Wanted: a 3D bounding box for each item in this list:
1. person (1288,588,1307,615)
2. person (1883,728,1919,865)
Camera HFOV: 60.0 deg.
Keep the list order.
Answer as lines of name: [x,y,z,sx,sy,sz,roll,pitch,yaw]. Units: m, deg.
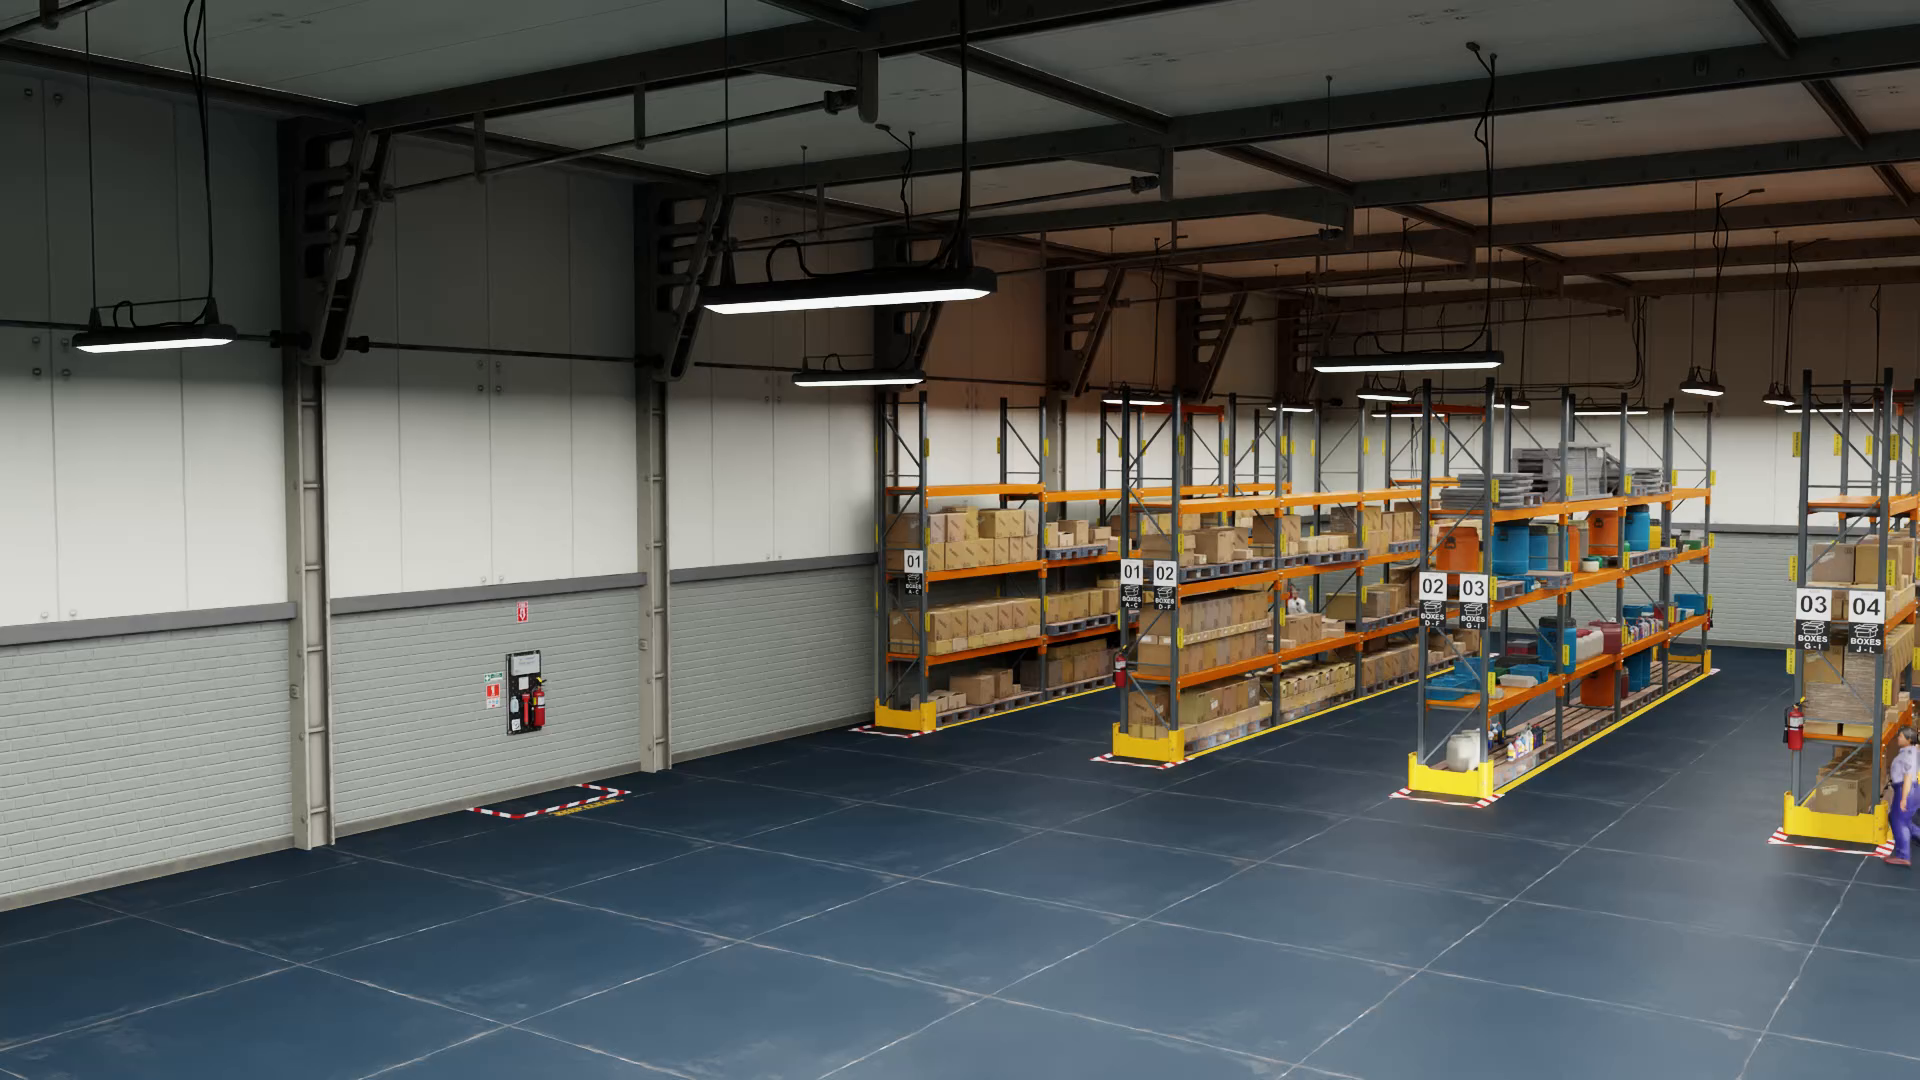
person: [8.132,1.951,40.007,0.488,1.632,0.852,2,4,31]
person: [11.366,3.068,19.867,0.555,1.620,0.494,2,4,32]
